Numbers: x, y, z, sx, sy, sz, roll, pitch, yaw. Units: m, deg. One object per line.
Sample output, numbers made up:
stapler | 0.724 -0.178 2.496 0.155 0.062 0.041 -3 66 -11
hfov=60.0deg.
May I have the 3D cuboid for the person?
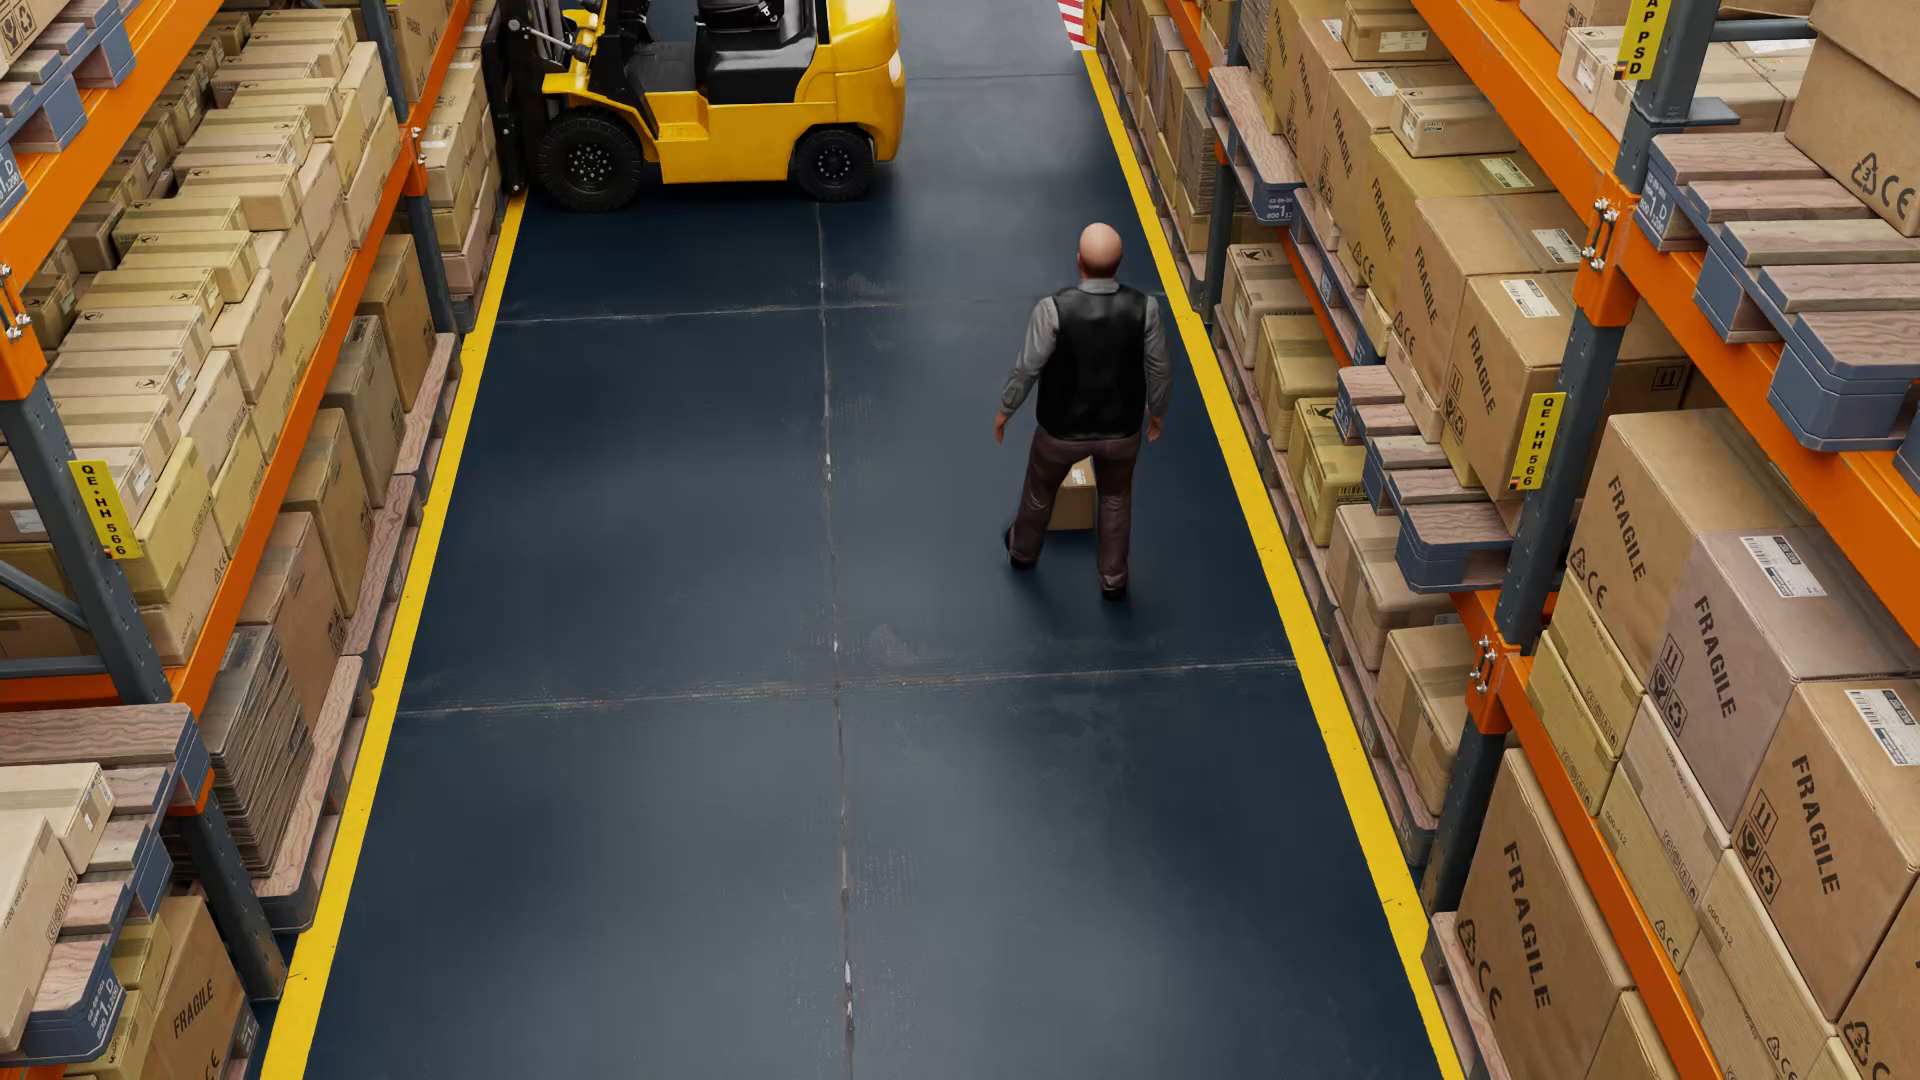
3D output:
person | 0.484 -0.536 6.866 0.711 1.708 0.586 -3 39 -4
